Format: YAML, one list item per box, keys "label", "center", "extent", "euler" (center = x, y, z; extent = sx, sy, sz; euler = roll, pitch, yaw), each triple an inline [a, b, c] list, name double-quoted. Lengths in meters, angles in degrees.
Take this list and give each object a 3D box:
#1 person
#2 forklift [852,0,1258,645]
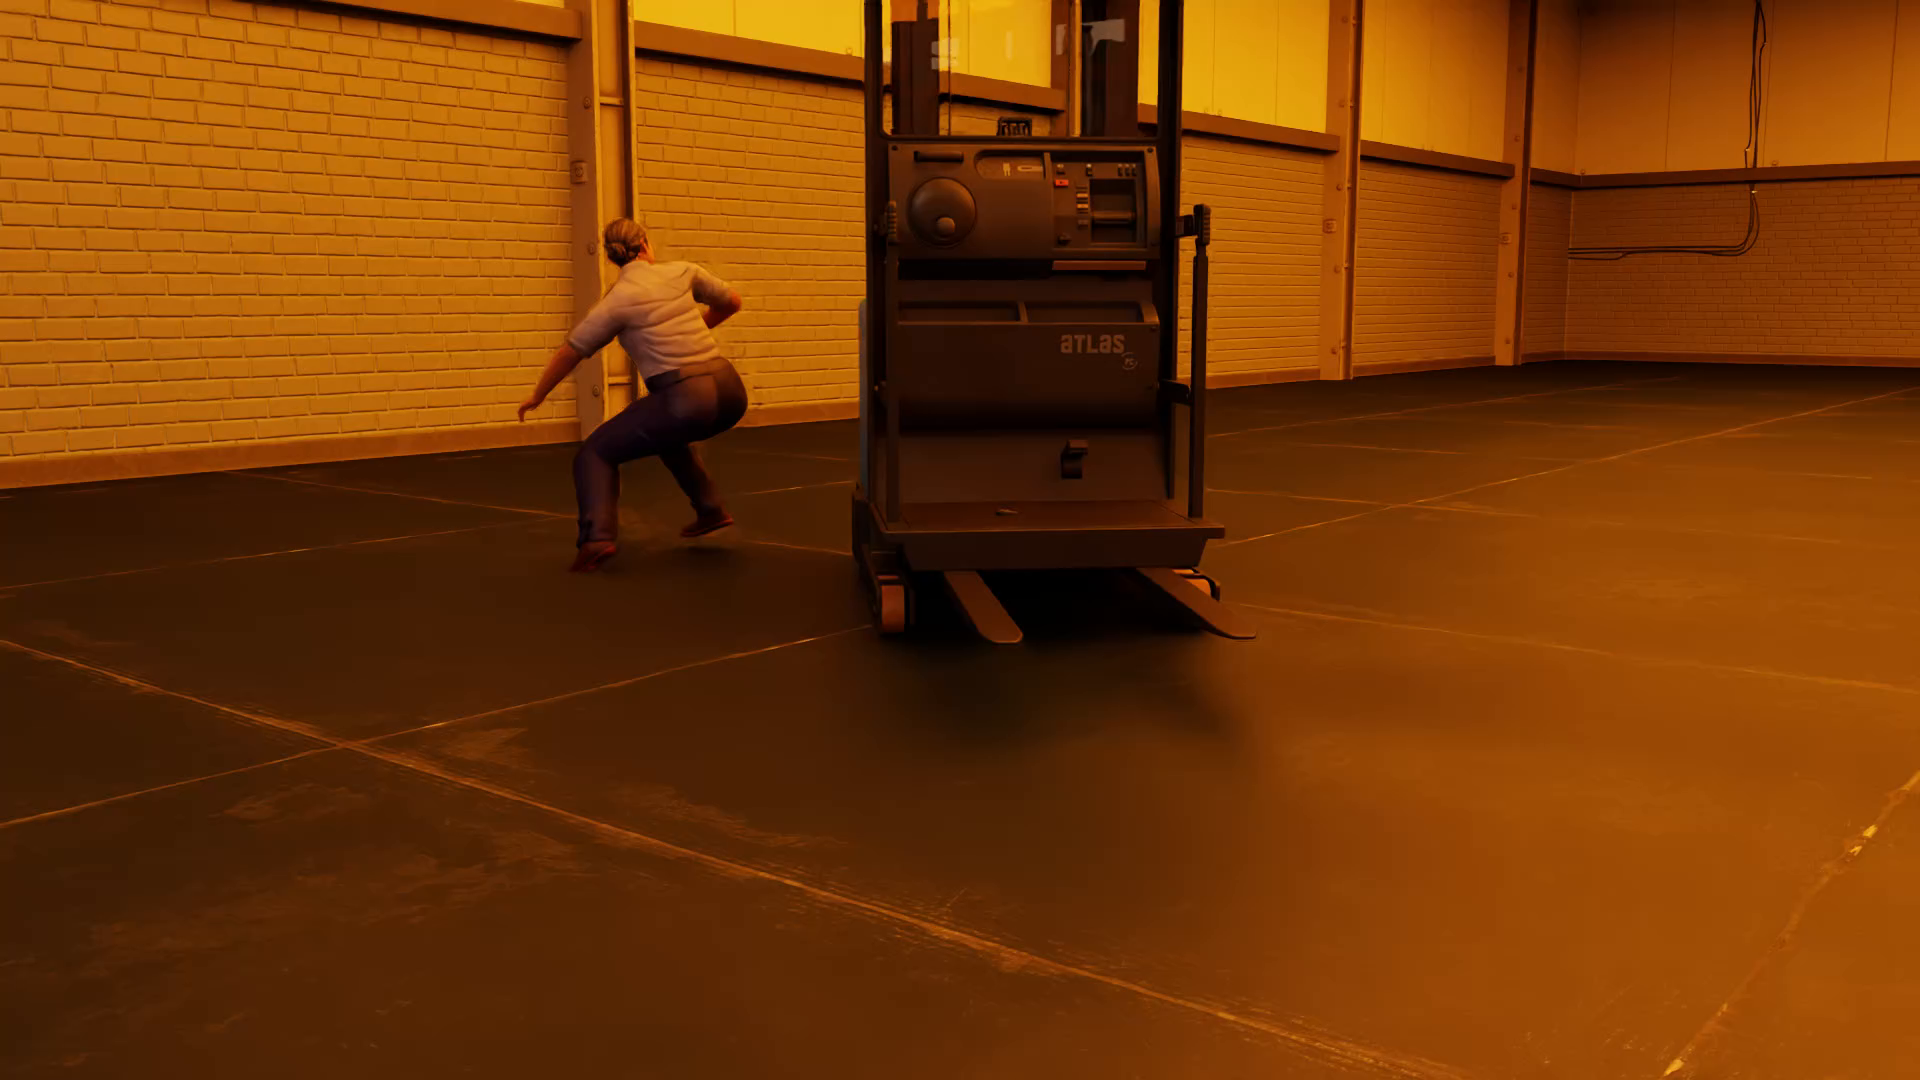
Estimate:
- label: "person"
  center: [-1.310, -0.576, 6.779]
  extent: [0.802, 1.421, 0.818]
  euler: [7, 11, 39]
- label: "forklift"
  center: [0.246, -1.198, 5.470]
  extent: [1.130, 2.935, 3.031]
  euler: [-1, 8, -6]
